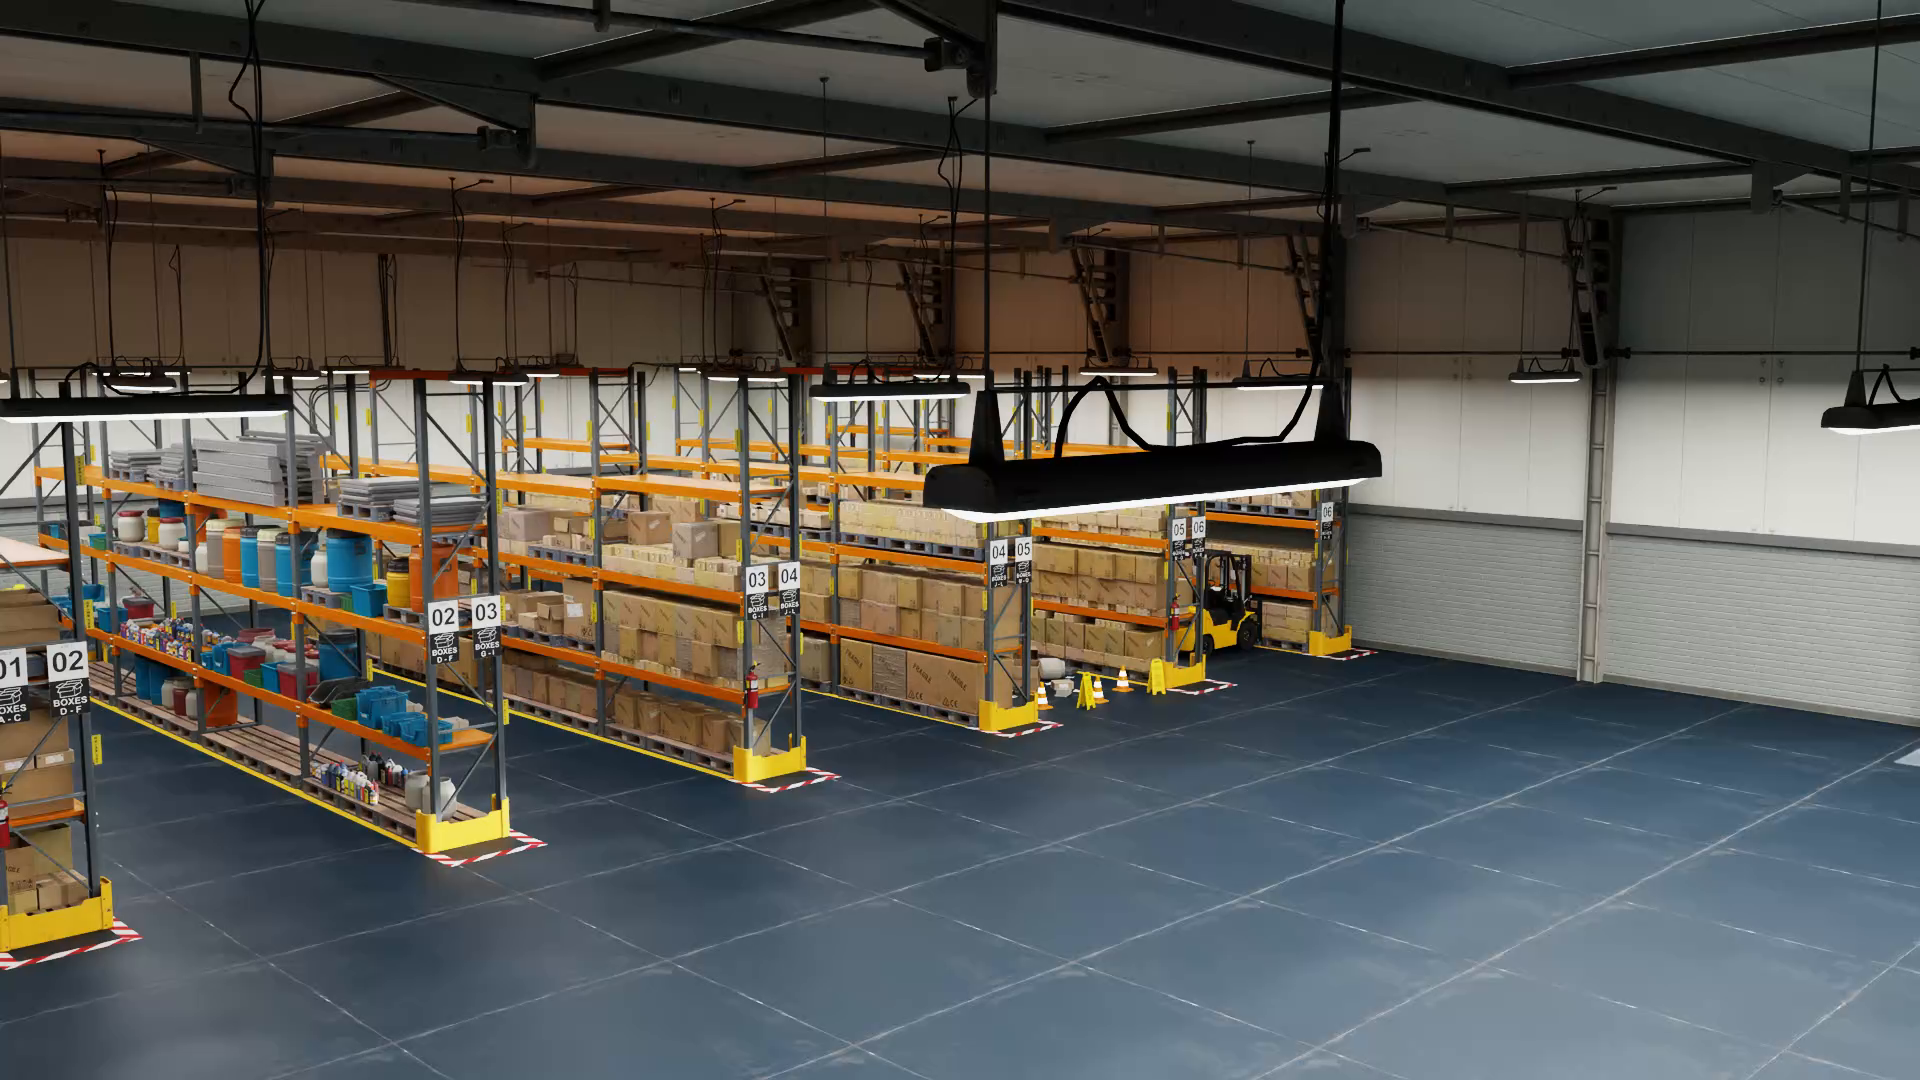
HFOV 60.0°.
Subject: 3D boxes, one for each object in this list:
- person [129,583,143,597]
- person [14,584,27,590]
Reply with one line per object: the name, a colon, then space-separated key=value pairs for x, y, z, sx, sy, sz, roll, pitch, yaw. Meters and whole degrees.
person: x=-17.020 y=1.669 z=34.336 sx=0.660 sy=1.596 sz=0.673 roll=0 pitch=6 yaw=-1
person: x=-18.892 y=1.740 z=33.331 sx=0.946 sy=1.722 sz=0.674 roll=-2 pitch=7 yaw=-16
